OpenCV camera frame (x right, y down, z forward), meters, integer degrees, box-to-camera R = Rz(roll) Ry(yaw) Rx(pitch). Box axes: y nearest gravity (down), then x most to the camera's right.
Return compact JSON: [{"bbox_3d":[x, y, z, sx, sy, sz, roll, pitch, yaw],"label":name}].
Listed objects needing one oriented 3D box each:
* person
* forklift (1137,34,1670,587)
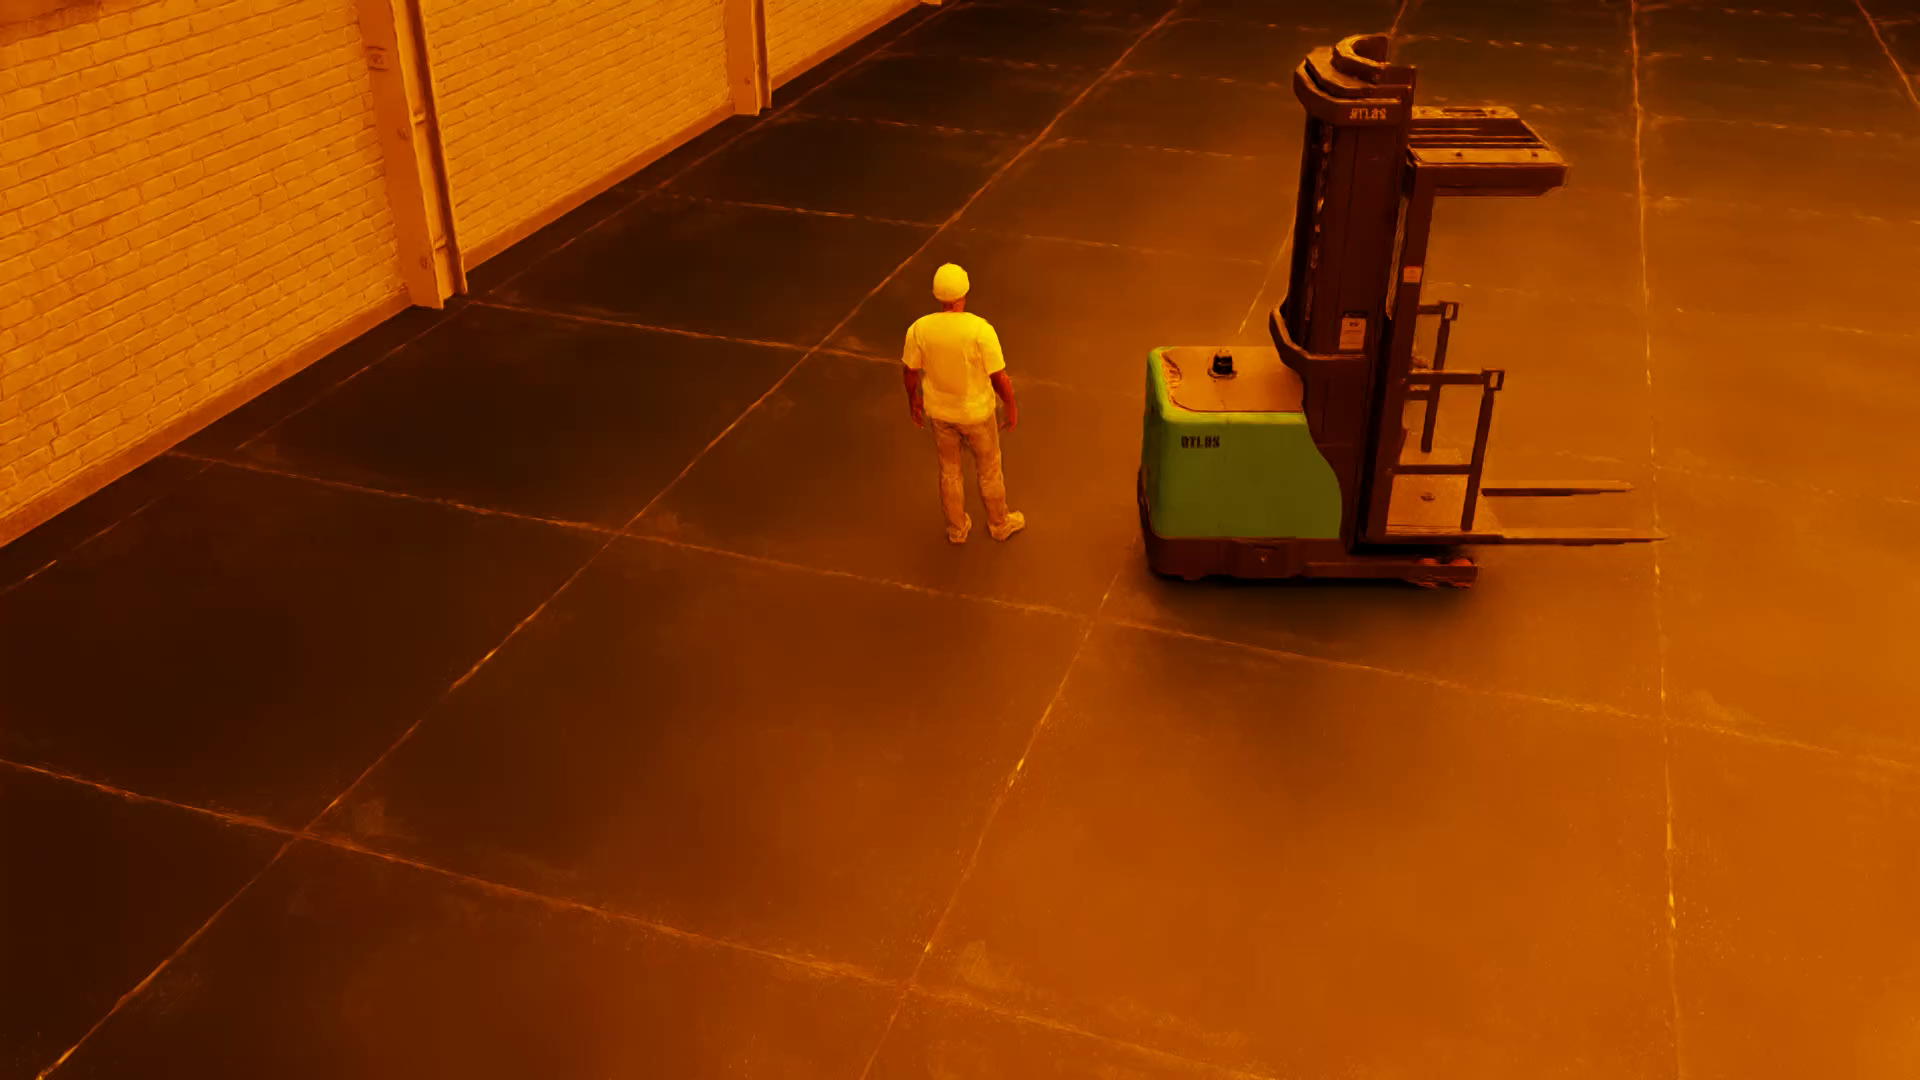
[{"bbox_3d":[0.028,-0.803,9.712,0.665,1.760,0.576,10,31,16],"label":"person"},{"bbox_3d":[2.621,-1.266,9.358,3.031,2.935,1.130,0,30,1],"label":"forklift"}]
